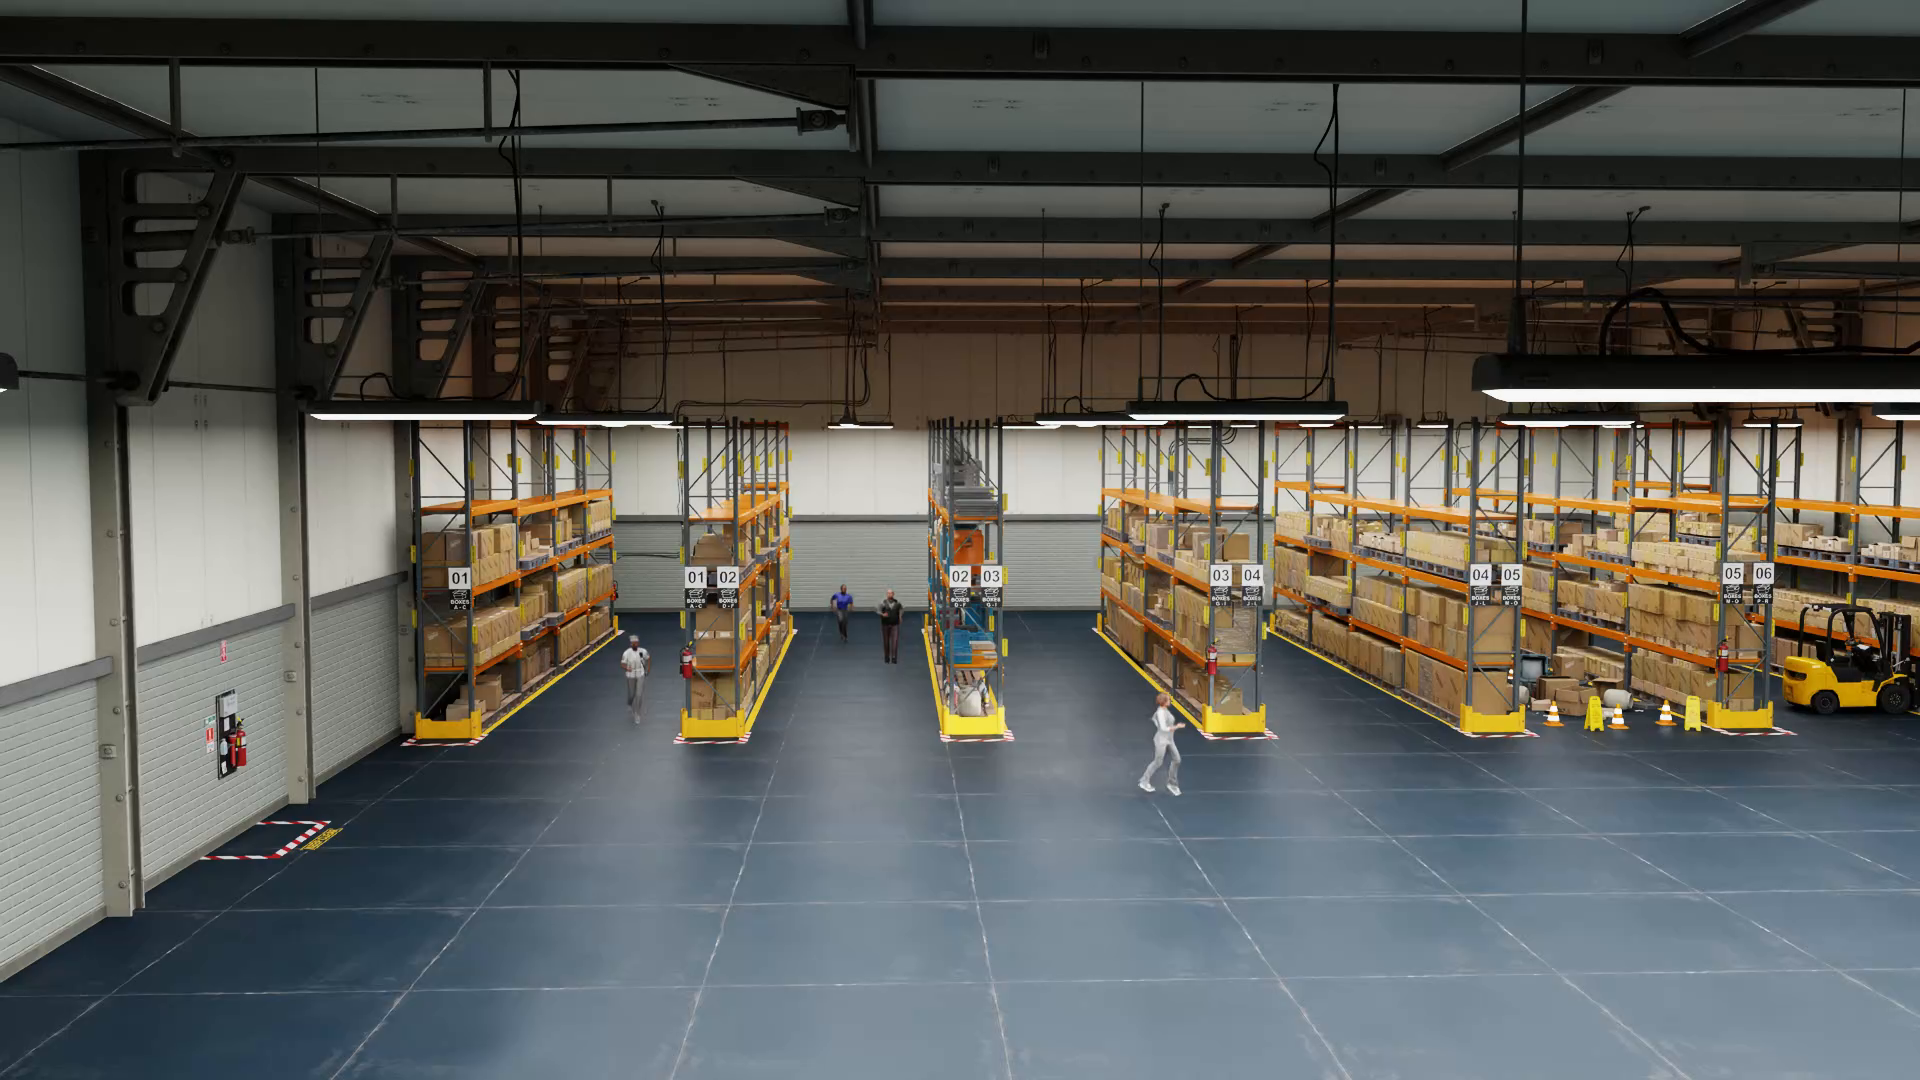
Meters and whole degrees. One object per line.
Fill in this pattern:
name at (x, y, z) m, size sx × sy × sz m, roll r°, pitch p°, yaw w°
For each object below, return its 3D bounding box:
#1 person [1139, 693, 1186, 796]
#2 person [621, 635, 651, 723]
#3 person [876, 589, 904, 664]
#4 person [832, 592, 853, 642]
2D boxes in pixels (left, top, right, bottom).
person at (3.192, 3.213, 26.144) m, size 0.724 × 1.646 × 0.474 m, roll 2°, pitch 4°, yaw 23°
person at (-6.437, 2.726, 33.057) m, size 0.589 × 1.710 × 0.918 m, roll -1°, pitch 4°, yaw -9°
person at (-1.615, 2.022, 38.815) m, size 0.663 × 1.744 × 0.912 m, roll -1°, pitch 4°, yaw -8°
person at (-3.150, 2.070, 44.655) m, size 0.561 × 1.415 × 0.853 m, roll -1°, pitch 4°, yaw -14°
